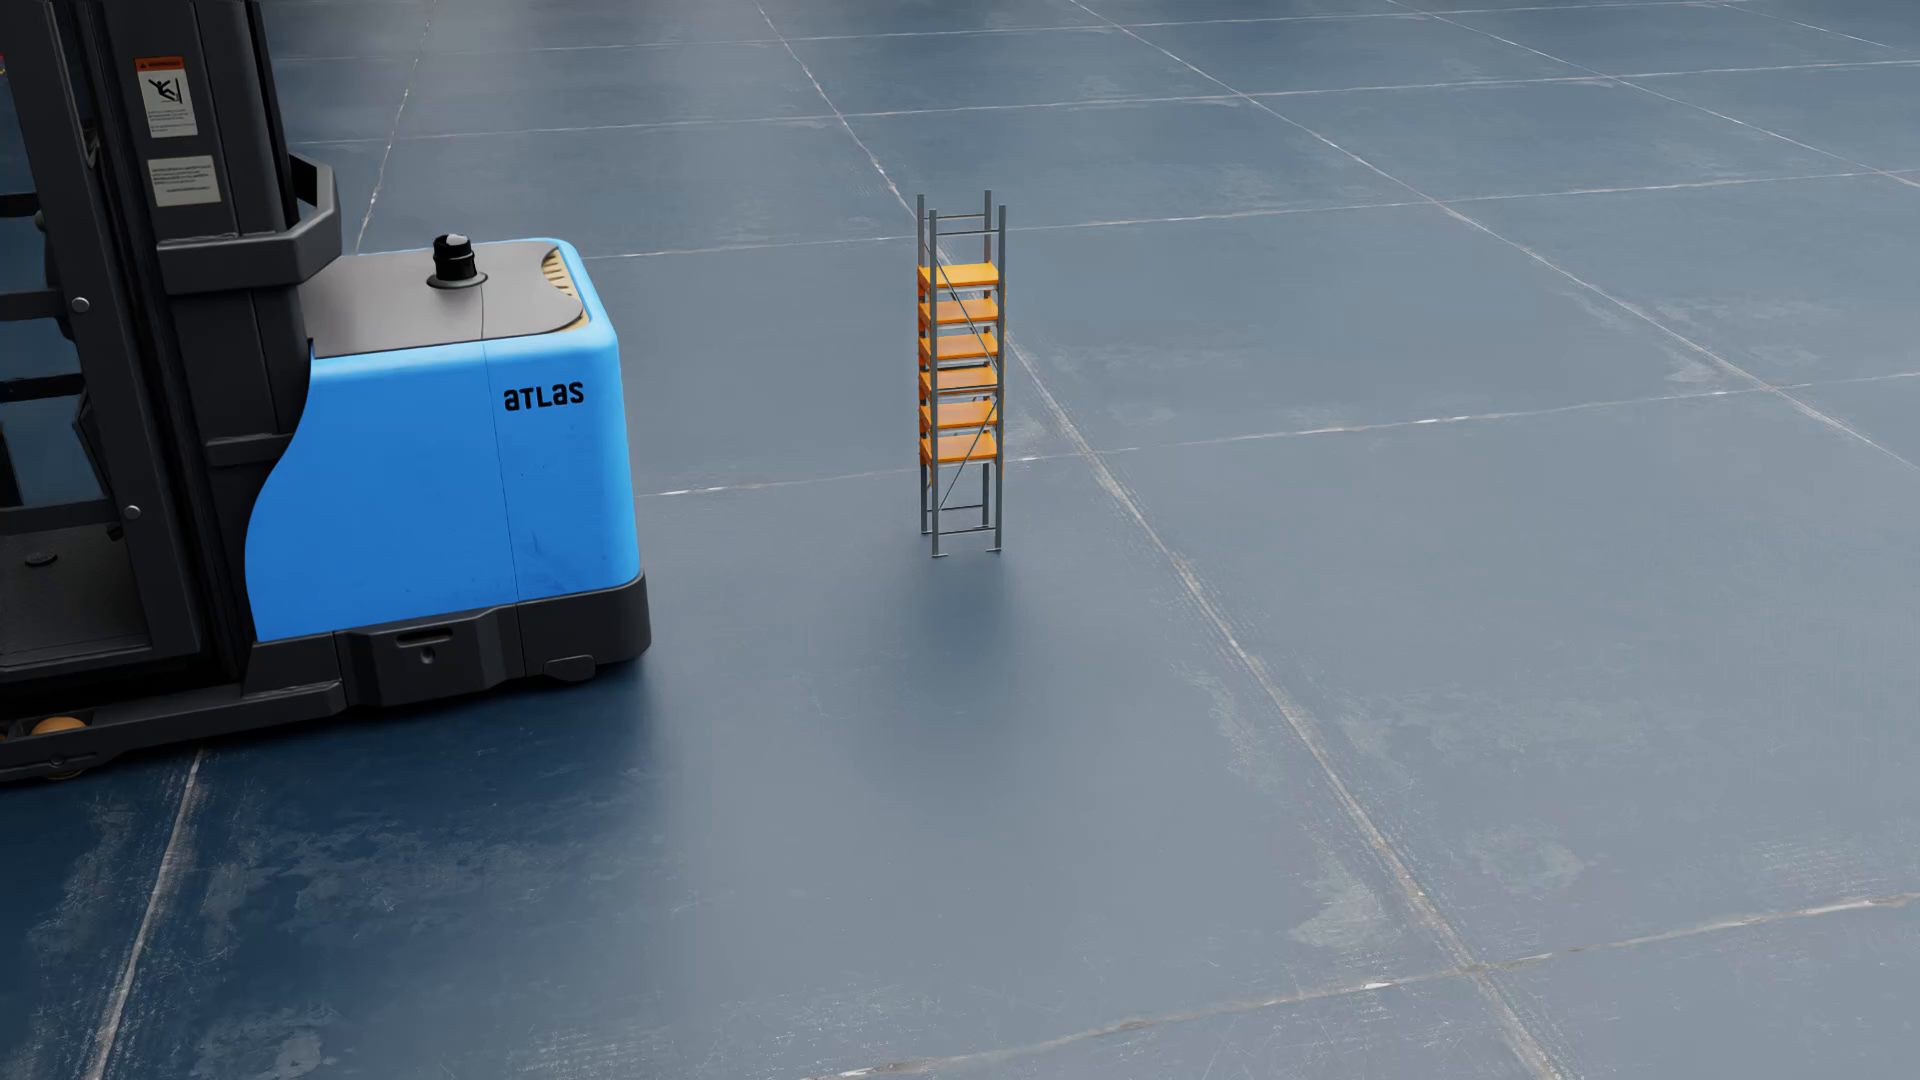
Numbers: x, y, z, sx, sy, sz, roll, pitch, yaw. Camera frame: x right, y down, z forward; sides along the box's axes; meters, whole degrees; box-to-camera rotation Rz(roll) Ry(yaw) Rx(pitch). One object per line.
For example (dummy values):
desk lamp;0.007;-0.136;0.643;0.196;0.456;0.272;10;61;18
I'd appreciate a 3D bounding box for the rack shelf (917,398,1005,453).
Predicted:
rack shelf;0.003;-0.382;5.541;0.258;0.103;0.180;-6;27;-12

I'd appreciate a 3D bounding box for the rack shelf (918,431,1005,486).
rack shelf;0.003;-0.275;5.595;0.258;0.103;0.180;-6;27;-12

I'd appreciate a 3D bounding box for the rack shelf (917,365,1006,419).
rack shelf;0.003;-0.490;5.487;0.258;0.103;0.180;-6;27;-12

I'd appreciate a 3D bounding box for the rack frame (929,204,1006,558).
rack frame;0.024;-0.489;5.387;0.240;1.200;0.006;-6;27;-12

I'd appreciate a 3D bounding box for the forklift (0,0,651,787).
forklift;-2.498;-0.903;4.286;3.031;2.935;1.130;-9;28;-17

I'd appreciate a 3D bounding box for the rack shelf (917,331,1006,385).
rack shelf;0.003;-0.597;5.433;0.258;0.103;0.180;-6;27;-12

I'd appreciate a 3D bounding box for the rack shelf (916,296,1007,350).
rack shelf;0.003;-0.704;5.379;0.258;0.103;0.180;-6;27;-12

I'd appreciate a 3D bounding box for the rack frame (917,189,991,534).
rack frame;-0.017;-0.569;5.547;0.240;1.200;0.006;-6;27;-12

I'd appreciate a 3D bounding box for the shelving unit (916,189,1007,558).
shelving unit;0.003;-0.529;5.467;0.258;1.200;0.189;-6;27;-12

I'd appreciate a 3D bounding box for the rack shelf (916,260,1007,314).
rack shelf;0.003;-0.811;5.325;0.258;0.103;0.180;-6;27;-12
